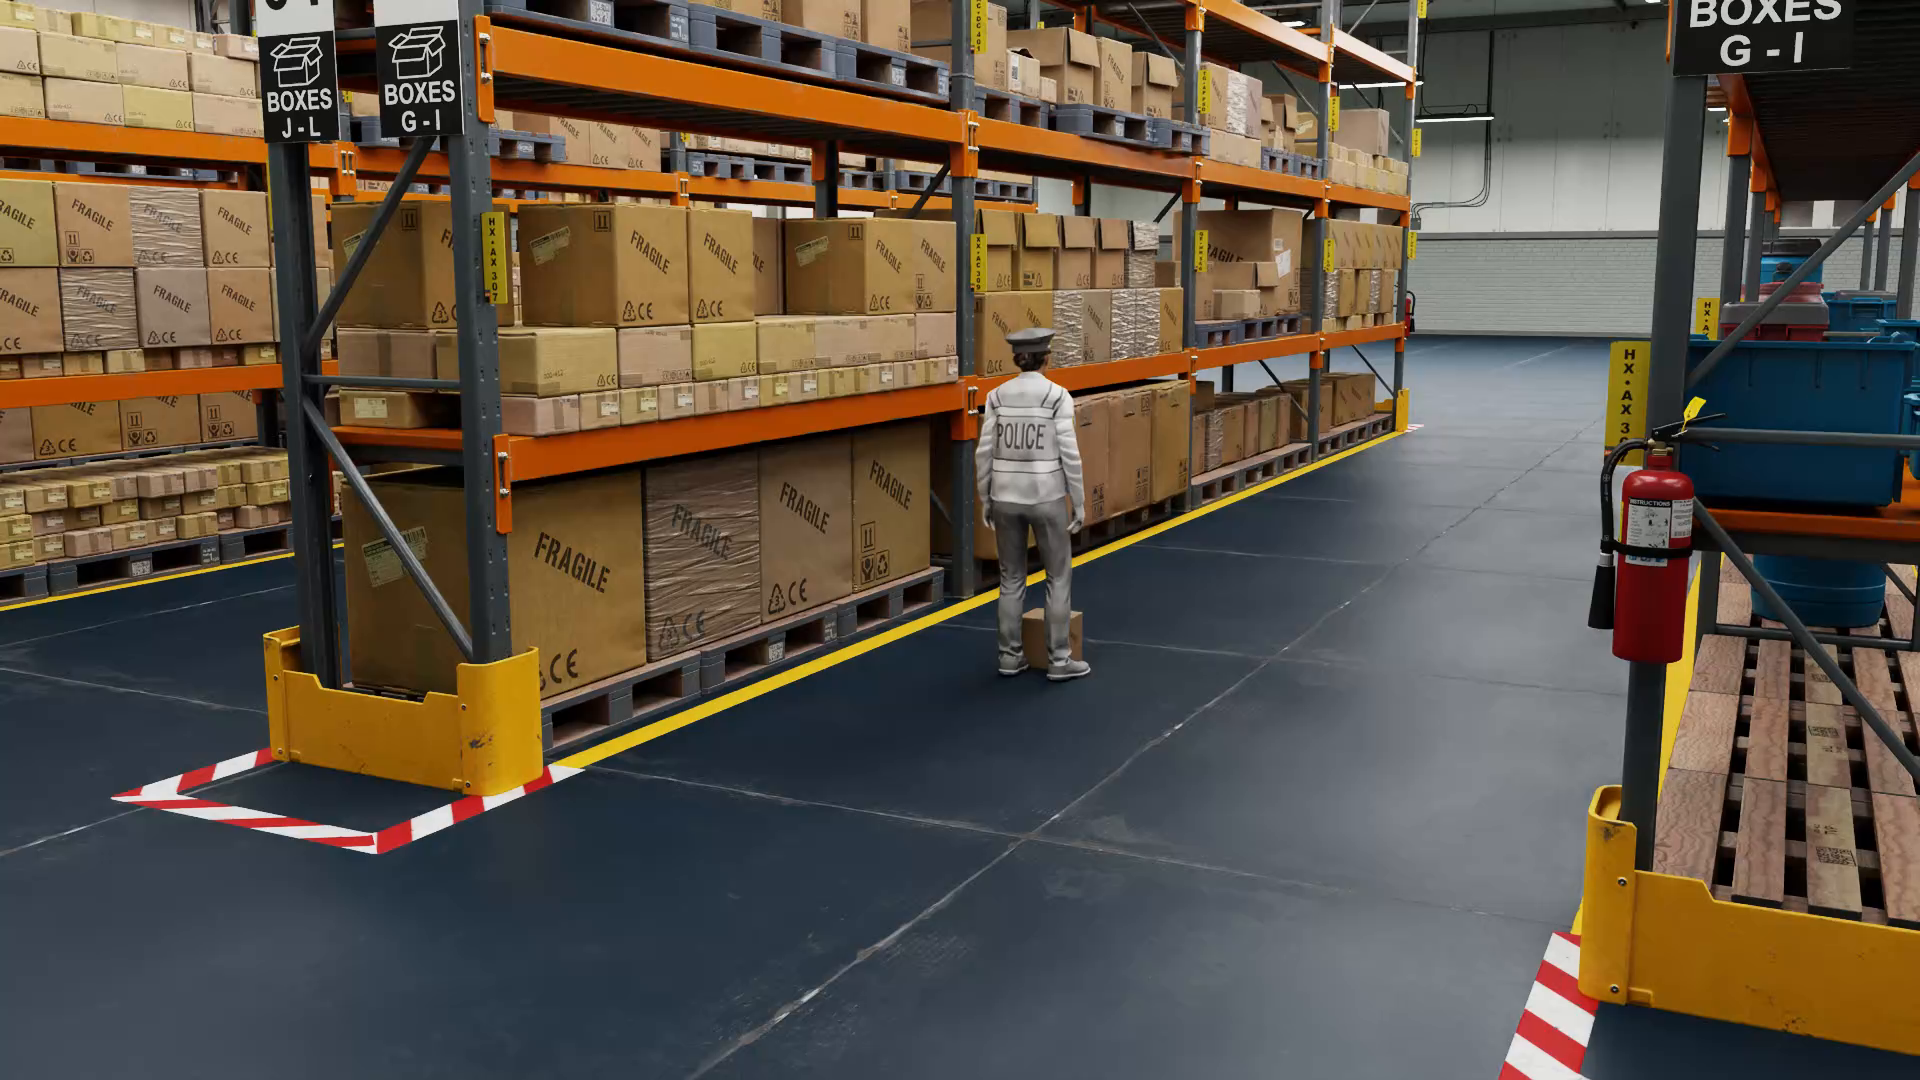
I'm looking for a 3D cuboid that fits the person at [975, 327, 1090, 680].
[{"bbox_3d":[0.339,-0.170,7.915,0.541,1.661,0.374,4,10,23],"label":"person"}]
